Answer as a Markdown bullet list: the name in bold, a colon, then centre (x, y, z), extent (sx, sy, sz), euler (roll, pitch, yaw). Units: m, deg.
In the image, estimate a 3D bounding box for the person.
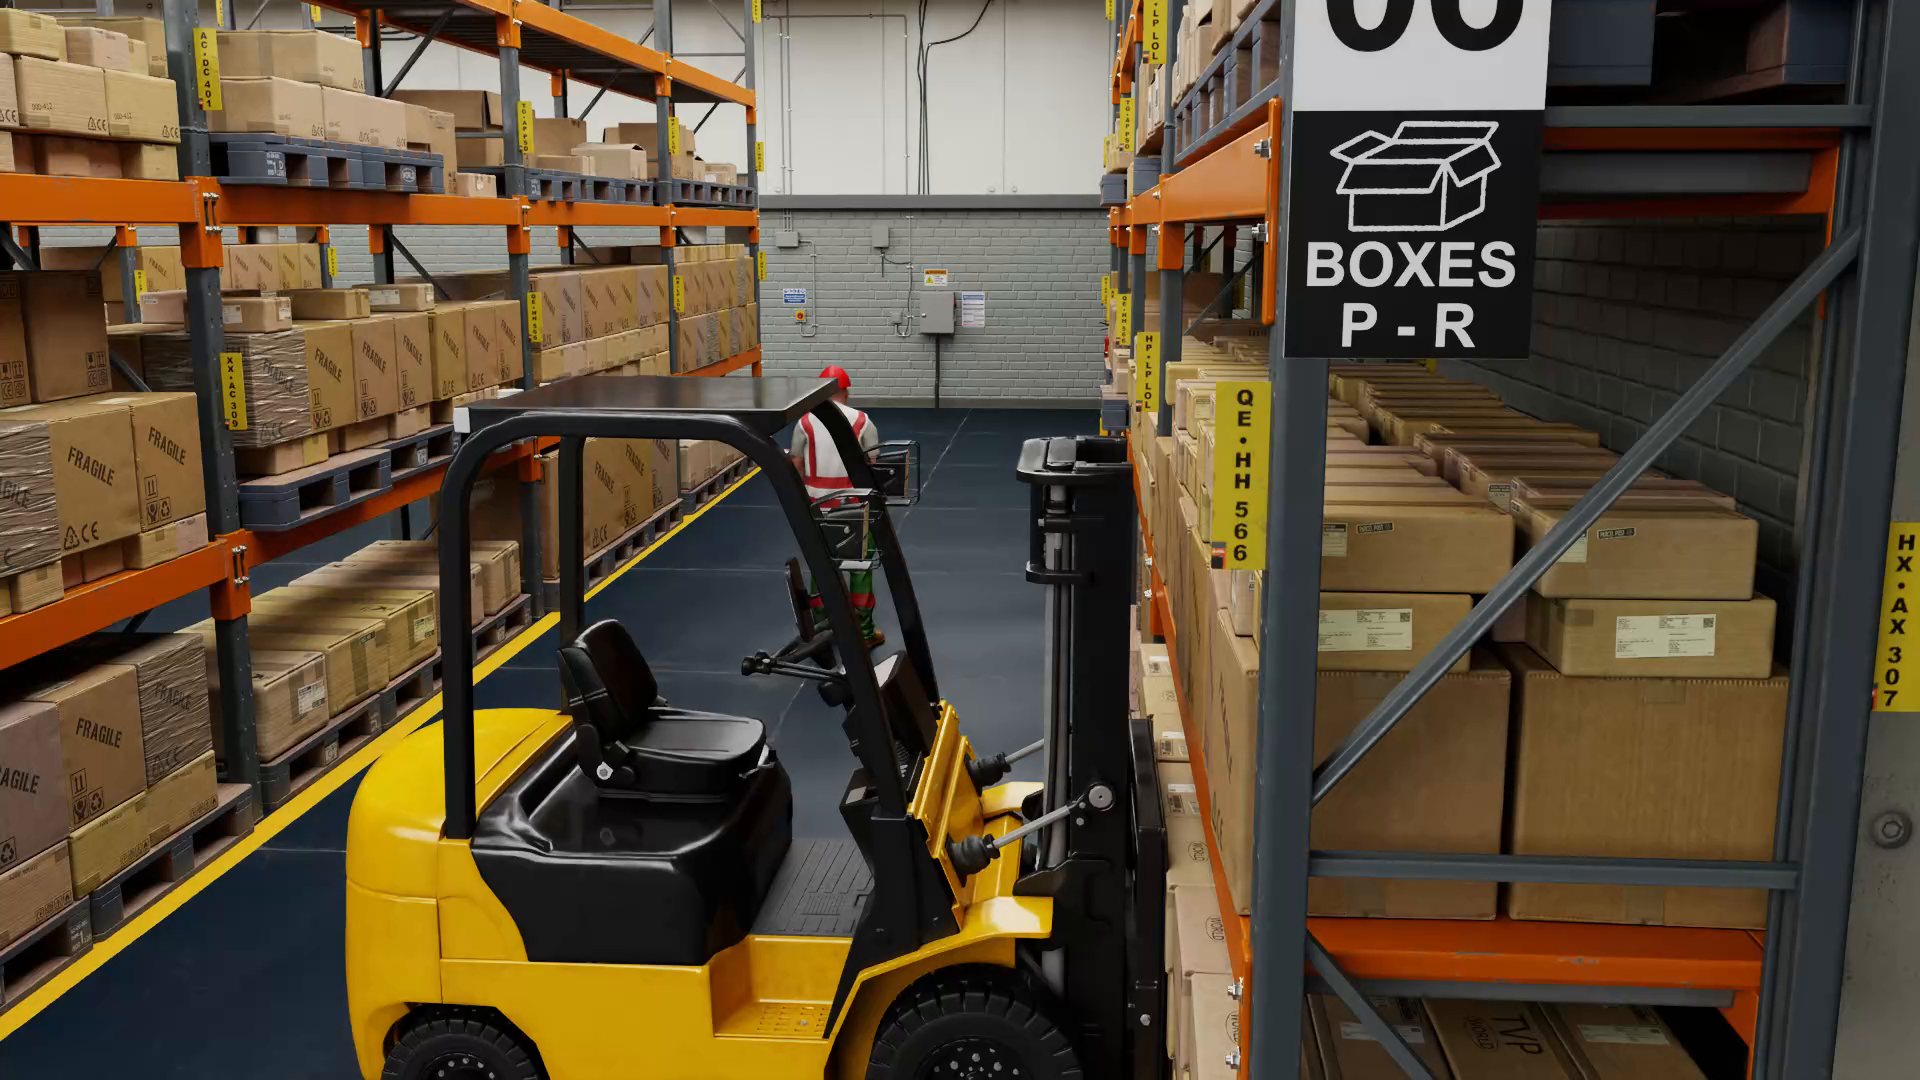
- **person**: centre (-0.765, -0.203, 10.465), extent (0.620, 1.779, 0.454), euler (0, 11, 3)
